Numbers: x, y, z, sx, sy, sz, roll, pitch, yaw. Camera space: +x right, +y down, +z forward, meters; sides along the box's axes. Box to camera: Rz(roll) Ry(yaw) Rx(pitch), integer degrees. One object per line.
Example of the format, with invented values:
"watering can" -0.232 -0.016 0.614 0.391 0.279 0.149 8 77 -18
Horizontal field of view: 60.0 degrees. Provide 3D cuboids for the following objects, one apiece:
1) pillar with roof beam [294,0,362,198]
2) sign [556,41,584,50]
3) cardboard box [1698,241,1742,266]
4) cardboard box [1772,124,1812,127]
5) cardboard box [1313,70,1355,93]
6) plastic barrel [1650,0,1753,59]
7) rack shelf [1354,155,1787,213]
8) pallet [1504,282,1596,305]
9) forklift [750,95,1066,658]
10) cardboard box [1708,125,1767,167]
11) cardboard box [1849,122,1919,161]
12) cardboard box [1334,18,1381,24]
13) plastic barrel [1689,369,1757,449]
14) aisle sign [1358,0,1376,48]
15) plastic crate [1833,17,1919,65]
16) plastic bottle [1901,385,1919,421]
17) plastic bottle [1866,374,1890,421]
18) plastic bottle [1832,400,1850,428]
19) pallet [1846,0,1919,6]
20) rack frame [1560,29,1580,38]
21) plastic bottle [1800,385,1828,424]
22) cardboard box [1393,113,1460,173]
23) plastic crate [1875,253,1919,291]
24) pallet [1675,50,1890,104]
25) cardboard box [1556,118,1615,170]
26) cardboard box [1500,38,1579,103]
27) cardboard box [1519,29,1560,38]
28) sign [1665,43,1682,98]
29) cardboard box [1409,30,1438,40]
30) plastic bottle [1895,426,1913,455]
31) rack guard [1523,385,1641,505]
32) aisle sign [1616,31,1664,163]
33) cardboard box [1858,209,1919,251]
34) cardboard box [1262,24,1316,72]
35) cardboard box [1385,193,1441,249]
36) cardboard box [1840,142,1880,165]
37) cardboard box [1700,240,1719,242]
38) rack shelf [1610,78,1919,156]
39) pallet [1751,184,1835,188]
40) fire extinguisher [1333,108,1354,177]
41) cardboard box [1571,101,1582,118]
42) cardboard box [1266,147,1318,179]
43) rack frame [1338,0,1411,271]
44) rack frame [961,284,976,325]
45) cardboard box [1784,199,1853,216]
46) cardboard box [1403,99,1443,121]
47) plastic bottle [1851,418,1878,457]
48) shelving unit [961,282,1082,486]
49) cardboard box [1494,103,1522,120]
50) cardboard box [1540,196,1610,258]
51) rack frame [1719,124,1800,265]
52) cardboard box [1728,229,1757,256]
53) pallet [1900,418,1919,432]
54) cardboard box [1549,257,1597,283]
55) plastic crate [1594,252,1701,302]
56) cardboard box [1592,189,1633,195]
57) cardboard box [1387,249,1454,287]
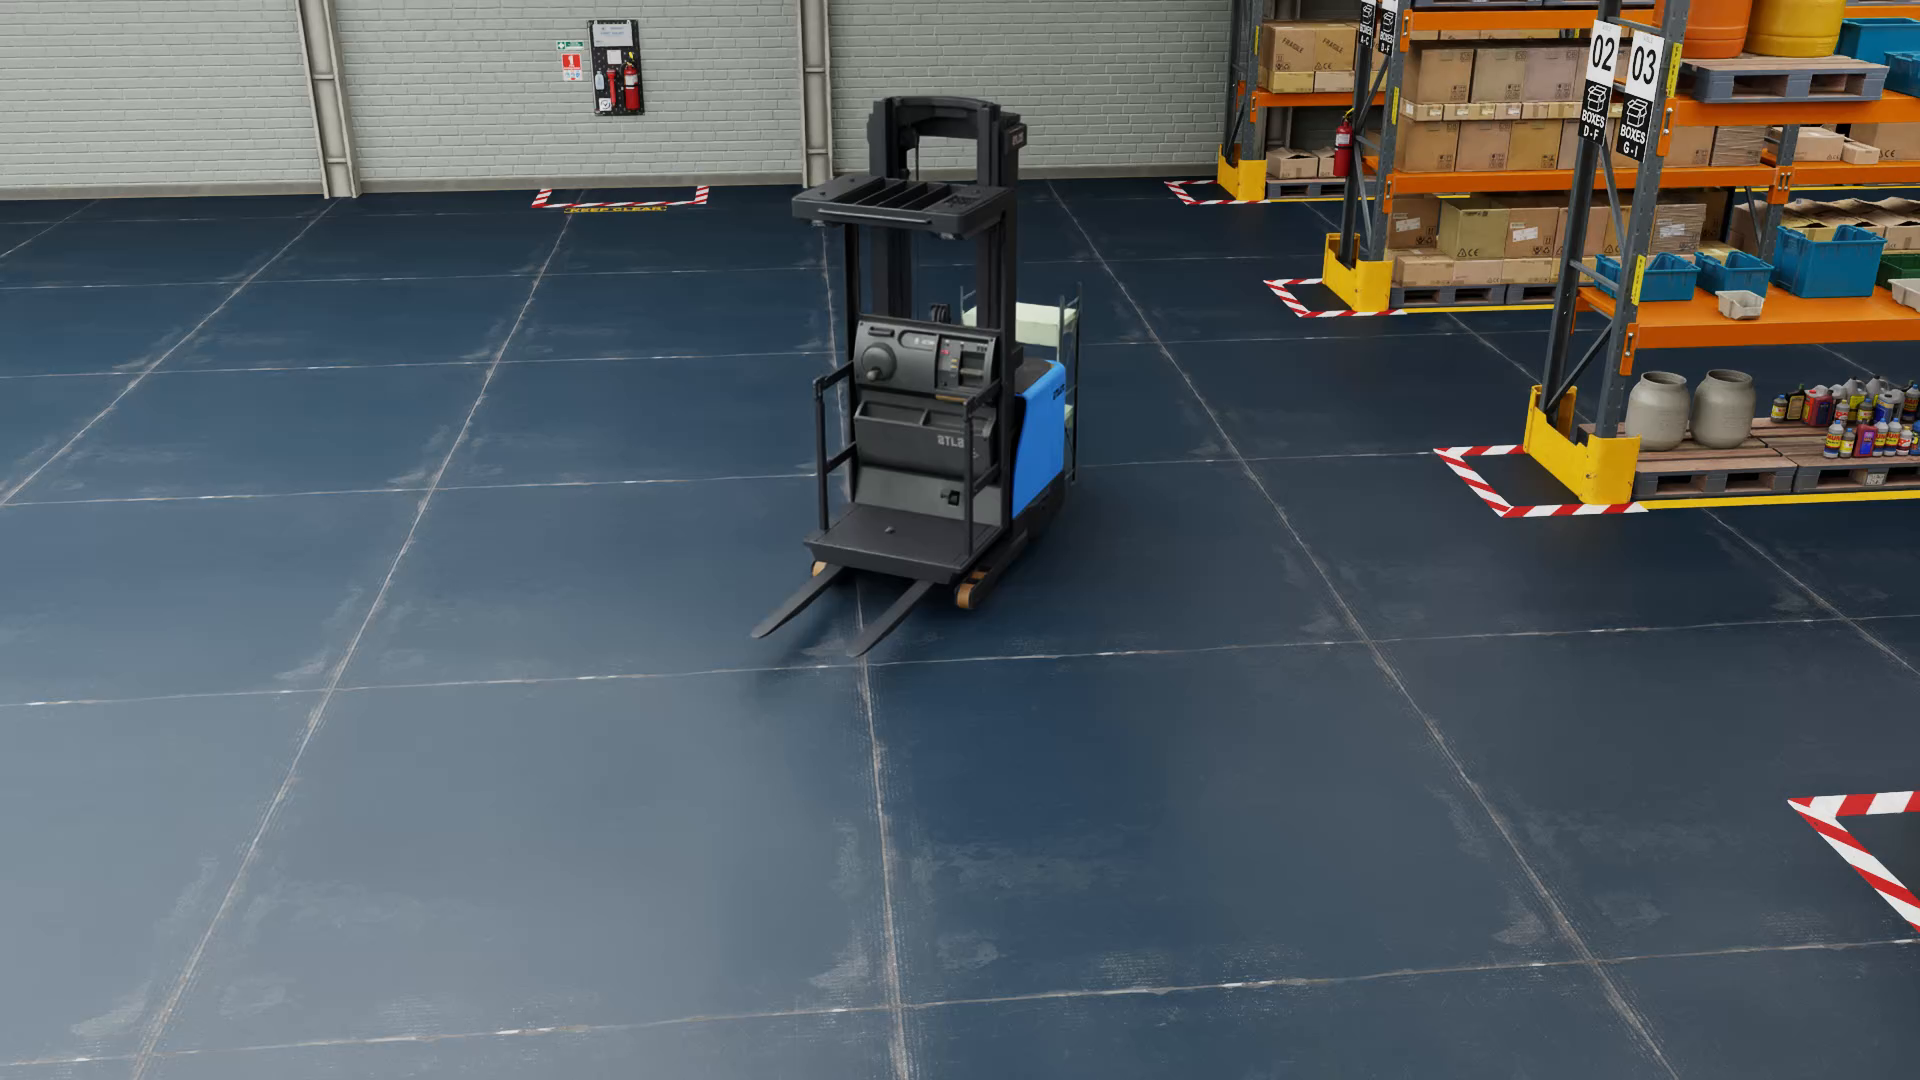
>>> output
"pillar with roof beam" -7.391 -6.740 15.335 0.400 9.000 9.100 -2 24 -5
"sign" -4.862 -6.170 20.741 0.331 0.109 0.001 -2 24 -5
"cardboard box" 7.547 -2.826 16.784 0.500 0.250 0.500 -2 24 -5
"cardboard box" 10.766 -5.169 21.721 0.500 0.500 0.700 -2 24 -4
"cardboard box" 4.548 -5.698 20.538 0.500 0.250 0.500 -3 24 -7
"plastic barrel" 4.961 -3.665 11.065 0.708 0.830 0.600 -2 24 -5
"rack shelf" 5.997 -3.589 16.518 4.000 0.370 1.077 -2 24 -5
"pallet" 5.975 -2.659 16.972 1.213 0.211 1.003 -2 24 -5
"forklift" -0.302 -1.102 10.121 1.130 2.935 3.031 10 26 21
"cardboard box" 7.546 -4.023 16.485 0.500 0.500 0.700 -3 24 -7
"cardboard box" 9.277 -4.089 16.632 0.500 0.500 0.500 -1 24 -1
"cardboard box" 4.980 -6.267 20.893 0.500 0.500 0.500 -3 24 -7
"plastic barrel" 5.636 -0.968 12.281 0.421 0.512 0.421 0 24 0
"aisle sign" 3.912 -5.142 15.925 0.004 0.787 0.394 -2 24 -5
"plastic crate" 6.358 -3.397 11.526 0.575 0.384 0.392 -2 24 -5
"plastic bottle" 7.296 -1.057 12.752 0.097 0.271 0.097 0 24 0
"plastic bottle" 7.015 -1.097 12.745 0.185 0.351 0.144 -2 24 -6
"plastic bottle" 6.697 -0.964 12.628 0.097 0.201 0.097 0 24 0
"pallet" 8.864 -5.322 16.072 1.217 0.209 0.805 -3 24 -7
"rack frame" 7.496 -6.000 21.056 0.127 3.000 1.000 -2 24 -5
"plastic bottle" 6.528 -1.042 12.712 0.135 0.276 0.152 -2 24 -5
"cardboard box" 4.472 -3.897 16.202 0.500 0.500 0.700 -2 24 -5
"plastic crate" 7.092 -1.959 12.224 0.662 0.188 0.450 -2 24 -5
"pallet" 5.322 -3.114 11.102 1.213 0.211 1.003 -2 24 -5
"cardboard box" 6.013 -3.960 16.344 0.500 0.500 0.700 -2 24 -4
"cardboard box" 5.549 -4.536 16.041 0.500 0.500 0.700 -2 24 -5
"cardboard box" 7.056 -6.139 20.606 0.500 0.500 0.500 -2 24 -5
"sign" 4.539 -2.988 10.575 0.005 0.325 0.100 -2 24 -5
"cardboard box" 5.541 -6.080 20.473 0.500 0.500 0.500 -2 24 -3
"plastic bottle" 6.864 -0.726 12.094 0.097 0.201 0.097 0 24 0
"rack guard" 4.561 -0.716 12.245 0.348 0.500 1.175 -2 24 -5
"aisle sign" 4.447 -2.902 10.886 0.004 0.787 0.394 -2 24 -5
"cardboard box" 9.436 -3.144 16.809 0.500 0.311 0.500 -3 24 -7
"cardboard box" 4.020 -6.021 20.340 0.500 0.500 0.500 -2 24 -5
"cardboard box" 4.511 -3.258 16.832 0.500 0.500 0.500 -2 24 -5
"cardboard box" 8.889 -3.836 16.496 0.250 0.149 0.380 -2 24 -5
"cardboard box" 7.496 -3.037 17.258 0.500 0.250 0.500 -2 24 -5
"rack shelf" 6.480 -2.958 11.404 4.000 0.370 1.077 -2 24 -5
"pallet" 10.699 -4.855 21.912 1.213 0.211 1.003 -2 24 -5
"fire extinguisher" 3.843 -3.986 16.620 0.183 0.674 0.296 -2 24 -5
"cardboard box" 5.948 -4.170 16.017 0.250 0.149 0.380 -2 24 -5
"cardboard box" 4.213 -4.804 21.133 0.500 0.311 0.500 -5 24 -11
"rack frame" 4.006 -3.838 16.192 0.127 3.000 1.000 -2 24 -5
"rack frame" 0.092 -1.157 12.006 0.023 1.500 0.400 10 26 21
"cardboard box" 8.879 -3.345 17.260 0.500 0.311 0.500 -2 24 -4
"cardboard box" 4.418 -4.109 15.879 0.250 0.149 0.380 -2 24 -6
"plastic bottle" 6.552 -0.744 12.033 0.133 0.283 0.061 -2 24 -4
"shelving unit" 0.429 -1.099 11.877 0.755 1.500 0.431 10 26 21
"cardboard box" 5.180 -4.139 15.947 0.250 0.149 0.380 -3 24 -6
"cardboard box" 6.055 -3.106 16.491 0.500 0.500 0.500 -2 24 -5
"rack frame" 7.987 -3.998 16.551 0.127 3.000 1.000 -2 24 -5
"cardboard box" 8.371 -3.067 17.325 0.500 0.250 0.500 -3 24 -6
"pallet" 7.798 -0.711 12.590 1.213 0.211 1.003 -2 24 -5
"cardboard box" 6.055 -2.764 16.644 0.500 0.250 0.500 -2 24 -5
"plastic crate" 4.958 -1.909 12.034 0.616 0.251 0.499 -2 24 -5
"cardboard box" 6.500 -3.344 17.025 0.500 0.500 0.500 -2 24 -5
"cardboard box" 4.562 -2.705 16.511 0.500 0.250 0.500 -2 24 -5
